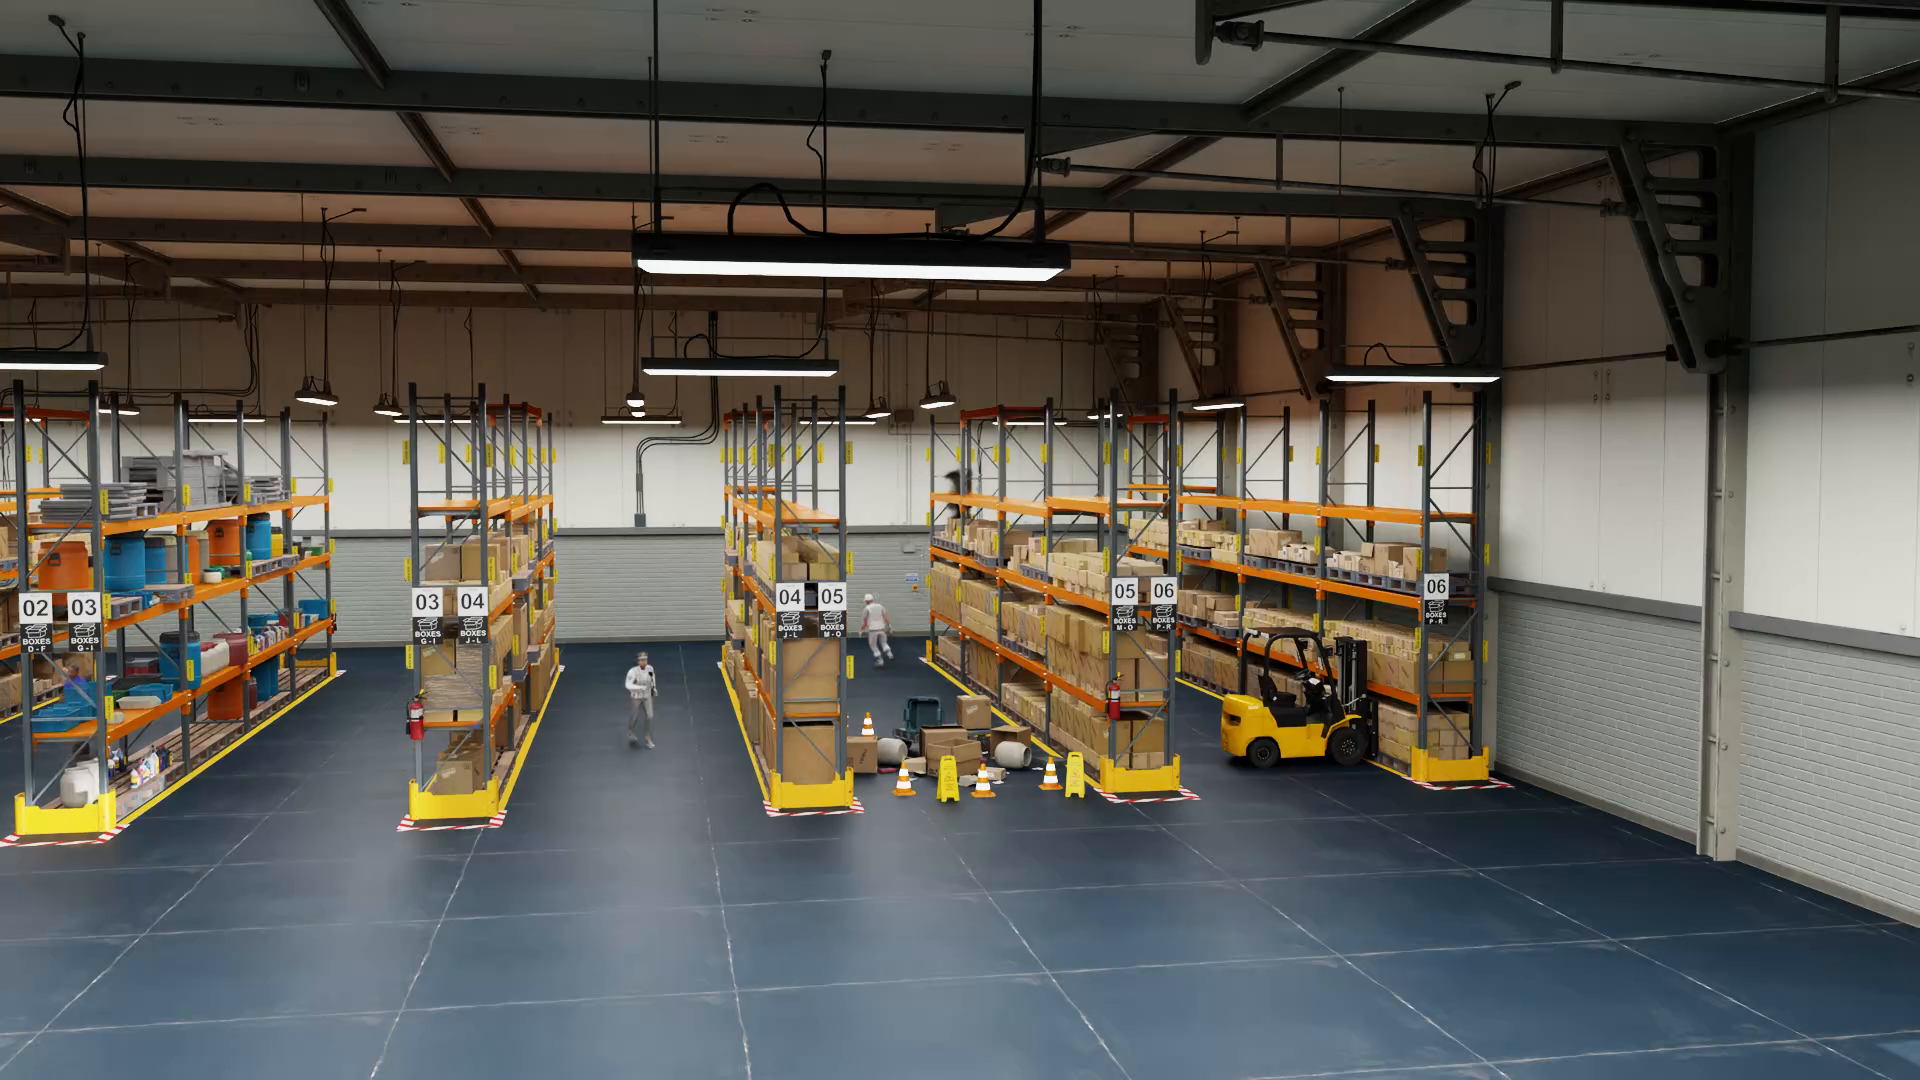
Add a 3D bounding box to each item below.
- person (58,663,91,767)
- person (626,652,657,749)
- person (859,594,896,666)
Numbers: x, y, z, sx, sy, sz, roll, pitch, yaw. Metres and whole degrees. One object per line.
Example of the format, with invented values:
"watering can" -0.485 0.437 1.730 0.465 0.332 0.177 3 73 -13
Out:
"person" -14.485 2.814 27.153 0.649 1.637 0.786 1 3 24
"person" -5.494 2.728 28.619 0.606 1.659 0.914 -1 3 -27
"person" -1.968 2.141 39.436 0.809 1.699 0.697 -2 3 -33
